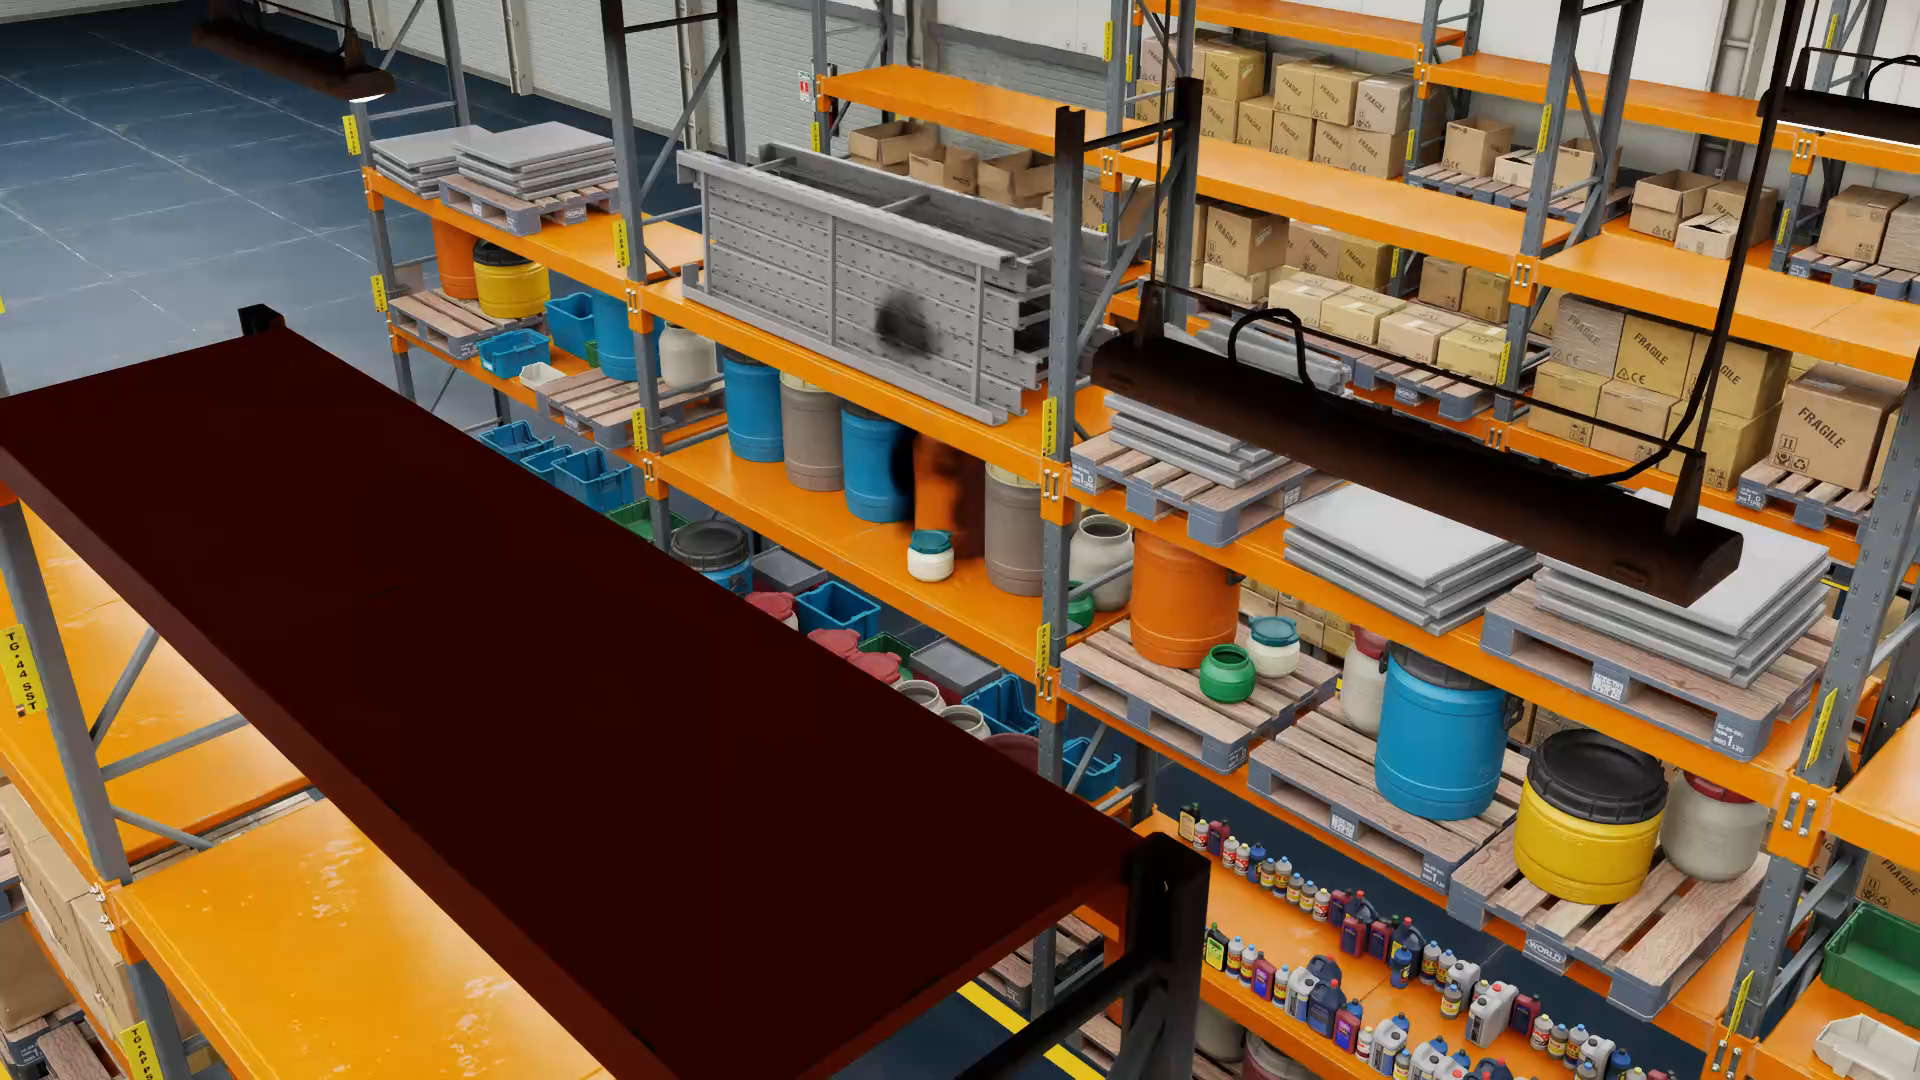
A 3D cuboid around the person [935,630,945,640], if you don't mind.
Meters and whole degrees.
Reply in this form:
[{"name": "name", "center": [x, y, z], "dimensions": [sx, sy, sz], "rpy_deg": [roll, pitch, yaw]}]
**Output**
[{"name": "person", "center": [-0.074, 0.505, 14.001], "dimensions": [0.653, 1.794, 0.902], "rpy_deg": [-24, 36, -37]}]
